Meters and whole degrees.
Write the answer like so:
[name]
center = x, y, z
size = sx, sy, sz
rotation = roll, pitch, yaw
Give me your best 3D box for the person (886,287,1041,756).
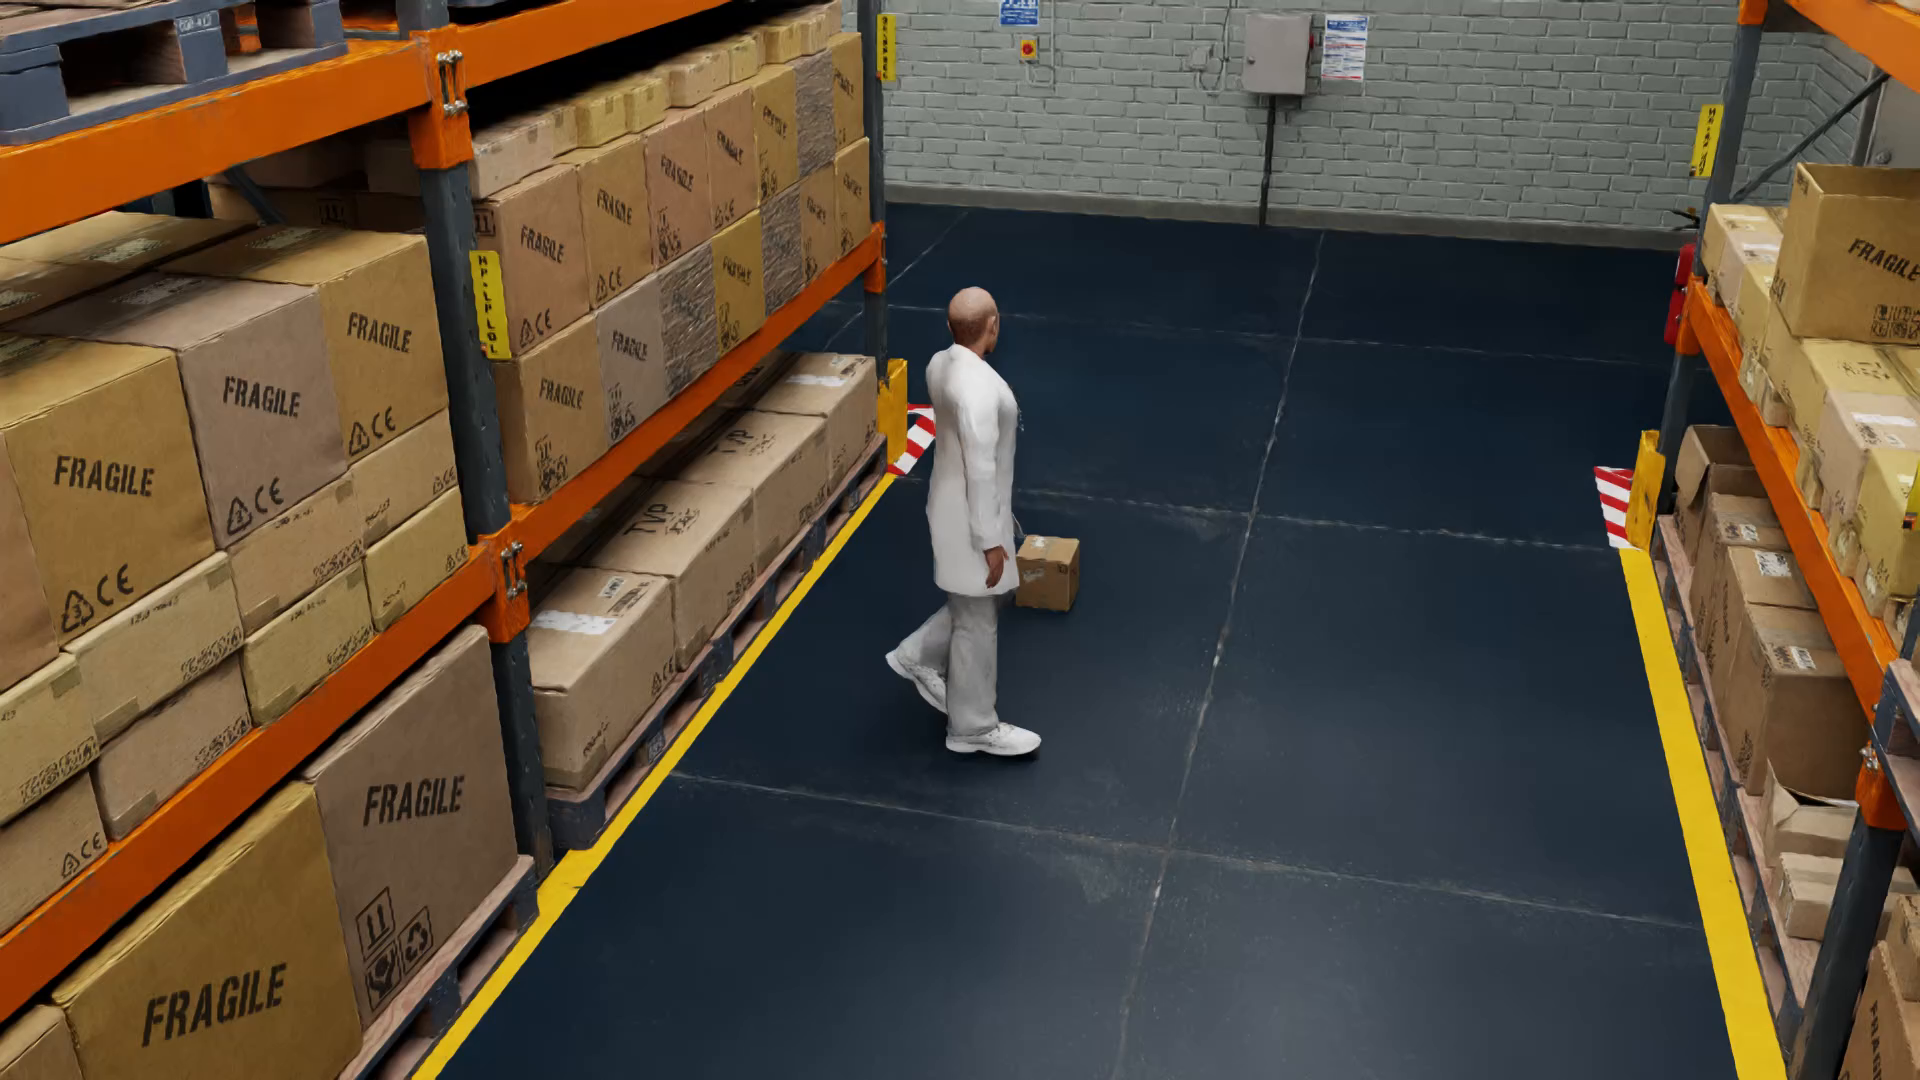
[person]
center = 0.003, -0.076, 6.264
size = 0.565, 1.762, 0.653
rotation = -5, 25, -10
